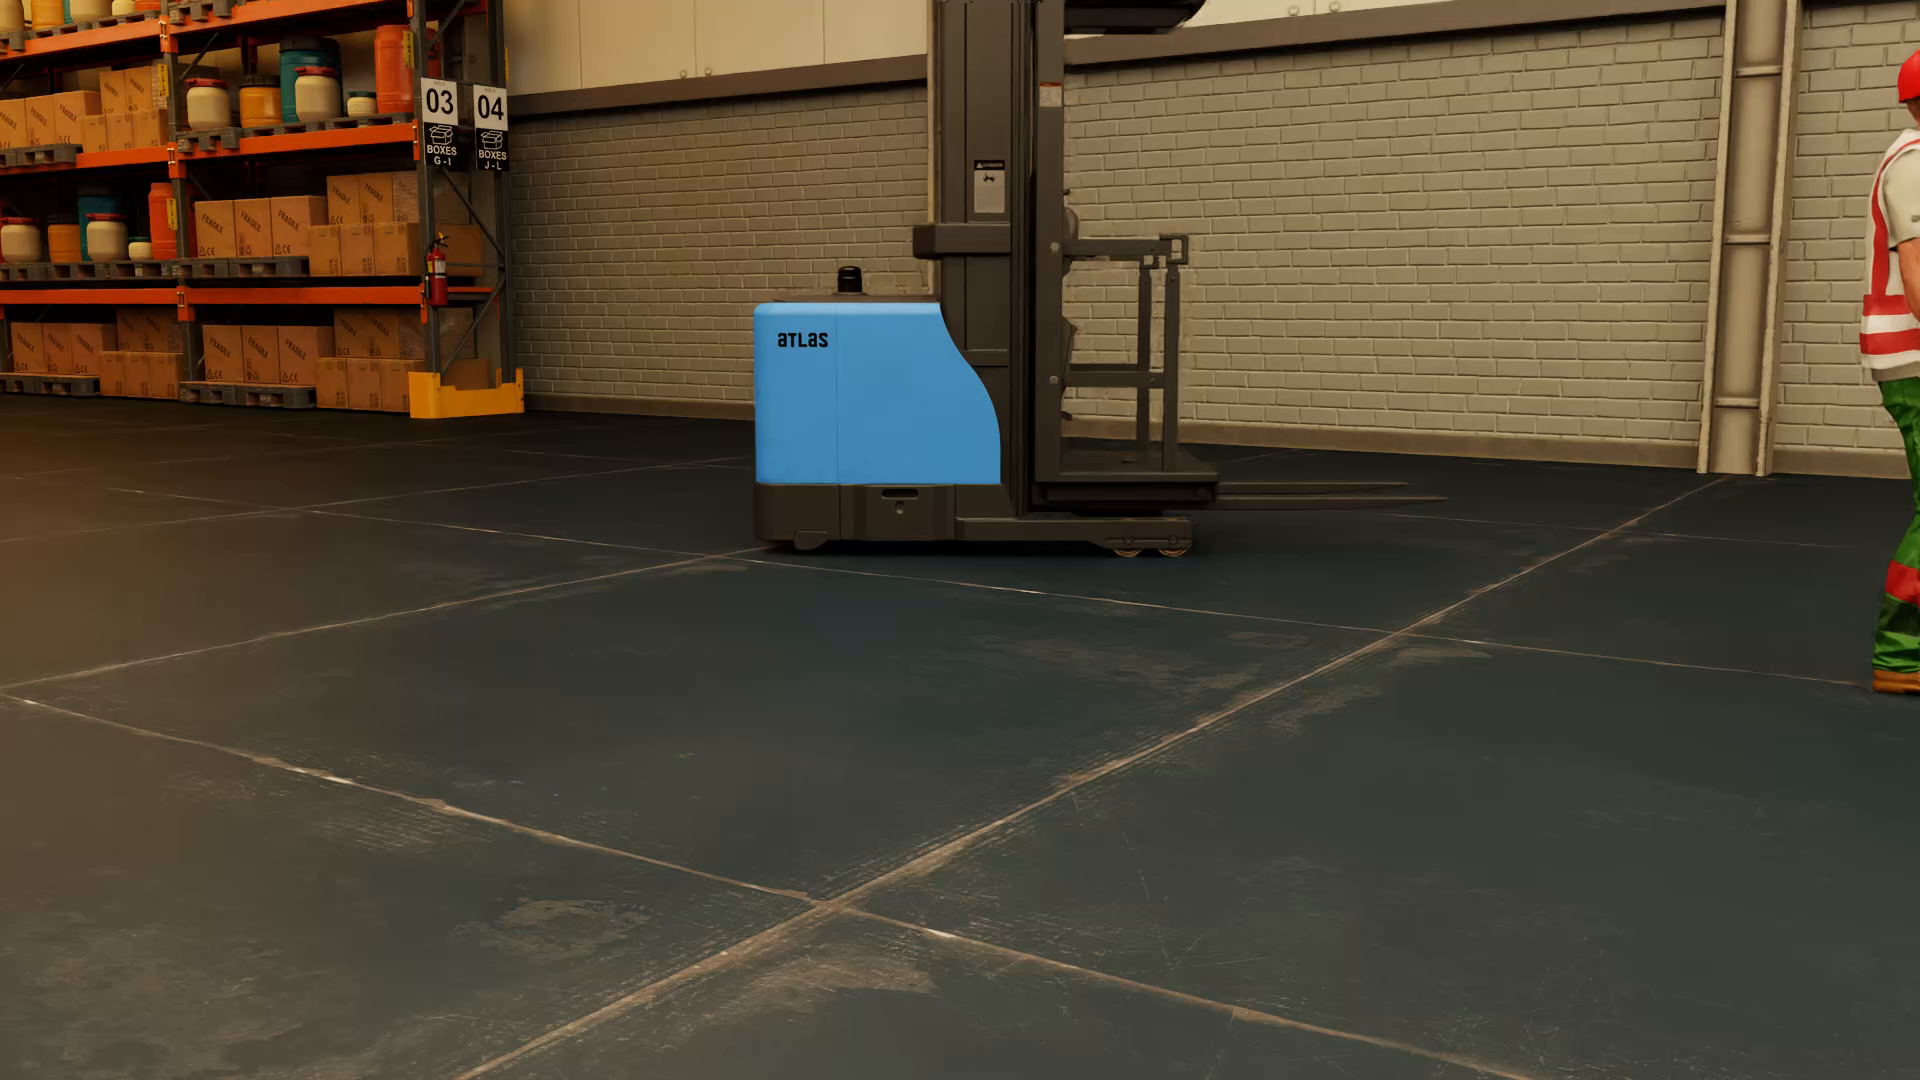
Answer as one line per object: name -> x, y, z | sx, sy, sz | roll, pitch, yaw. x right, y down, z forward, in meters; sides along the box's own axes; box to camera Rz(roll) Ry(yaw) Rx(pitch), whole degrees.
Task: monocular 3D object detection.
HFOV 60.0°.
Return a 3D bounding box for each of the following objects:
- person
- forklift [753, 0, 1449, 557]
person -> 2.753, -0.457, 4.588 | 0.501, 1.811, 0.631 | 4, 9, 25
forklift -> 0.622, -1.453, 7.412 | 3.031, 2.935, 1.130 | 0, 8, 0
